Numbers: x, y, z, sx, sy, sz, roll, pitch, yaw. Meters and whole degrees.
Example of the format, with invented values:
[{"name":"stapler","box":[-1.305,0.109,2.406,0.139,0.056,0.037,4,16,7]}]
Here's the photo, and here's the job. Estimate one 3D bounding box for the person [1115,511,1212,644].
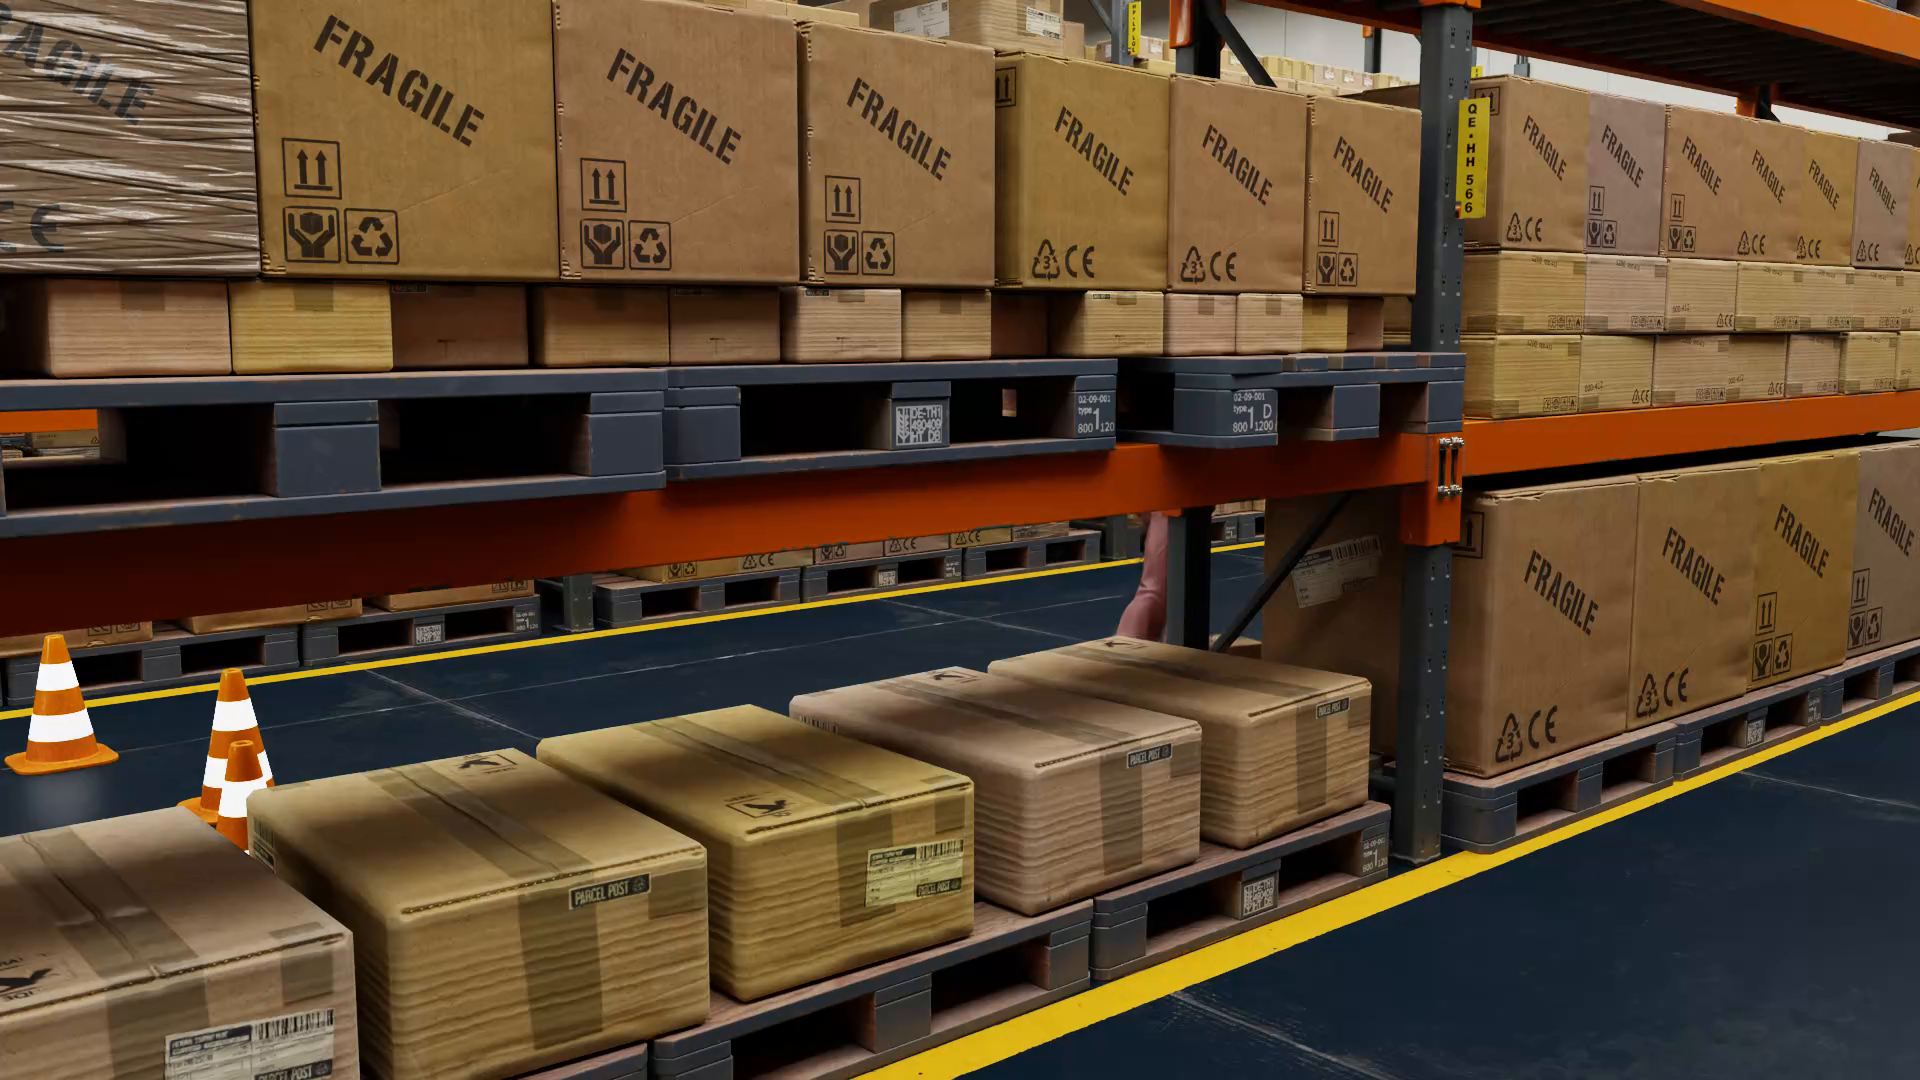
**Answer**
[{"name":"person","box":[0.879,-0.115,6.897,0.901,1.588,0.572,-4,8,-28]}]
